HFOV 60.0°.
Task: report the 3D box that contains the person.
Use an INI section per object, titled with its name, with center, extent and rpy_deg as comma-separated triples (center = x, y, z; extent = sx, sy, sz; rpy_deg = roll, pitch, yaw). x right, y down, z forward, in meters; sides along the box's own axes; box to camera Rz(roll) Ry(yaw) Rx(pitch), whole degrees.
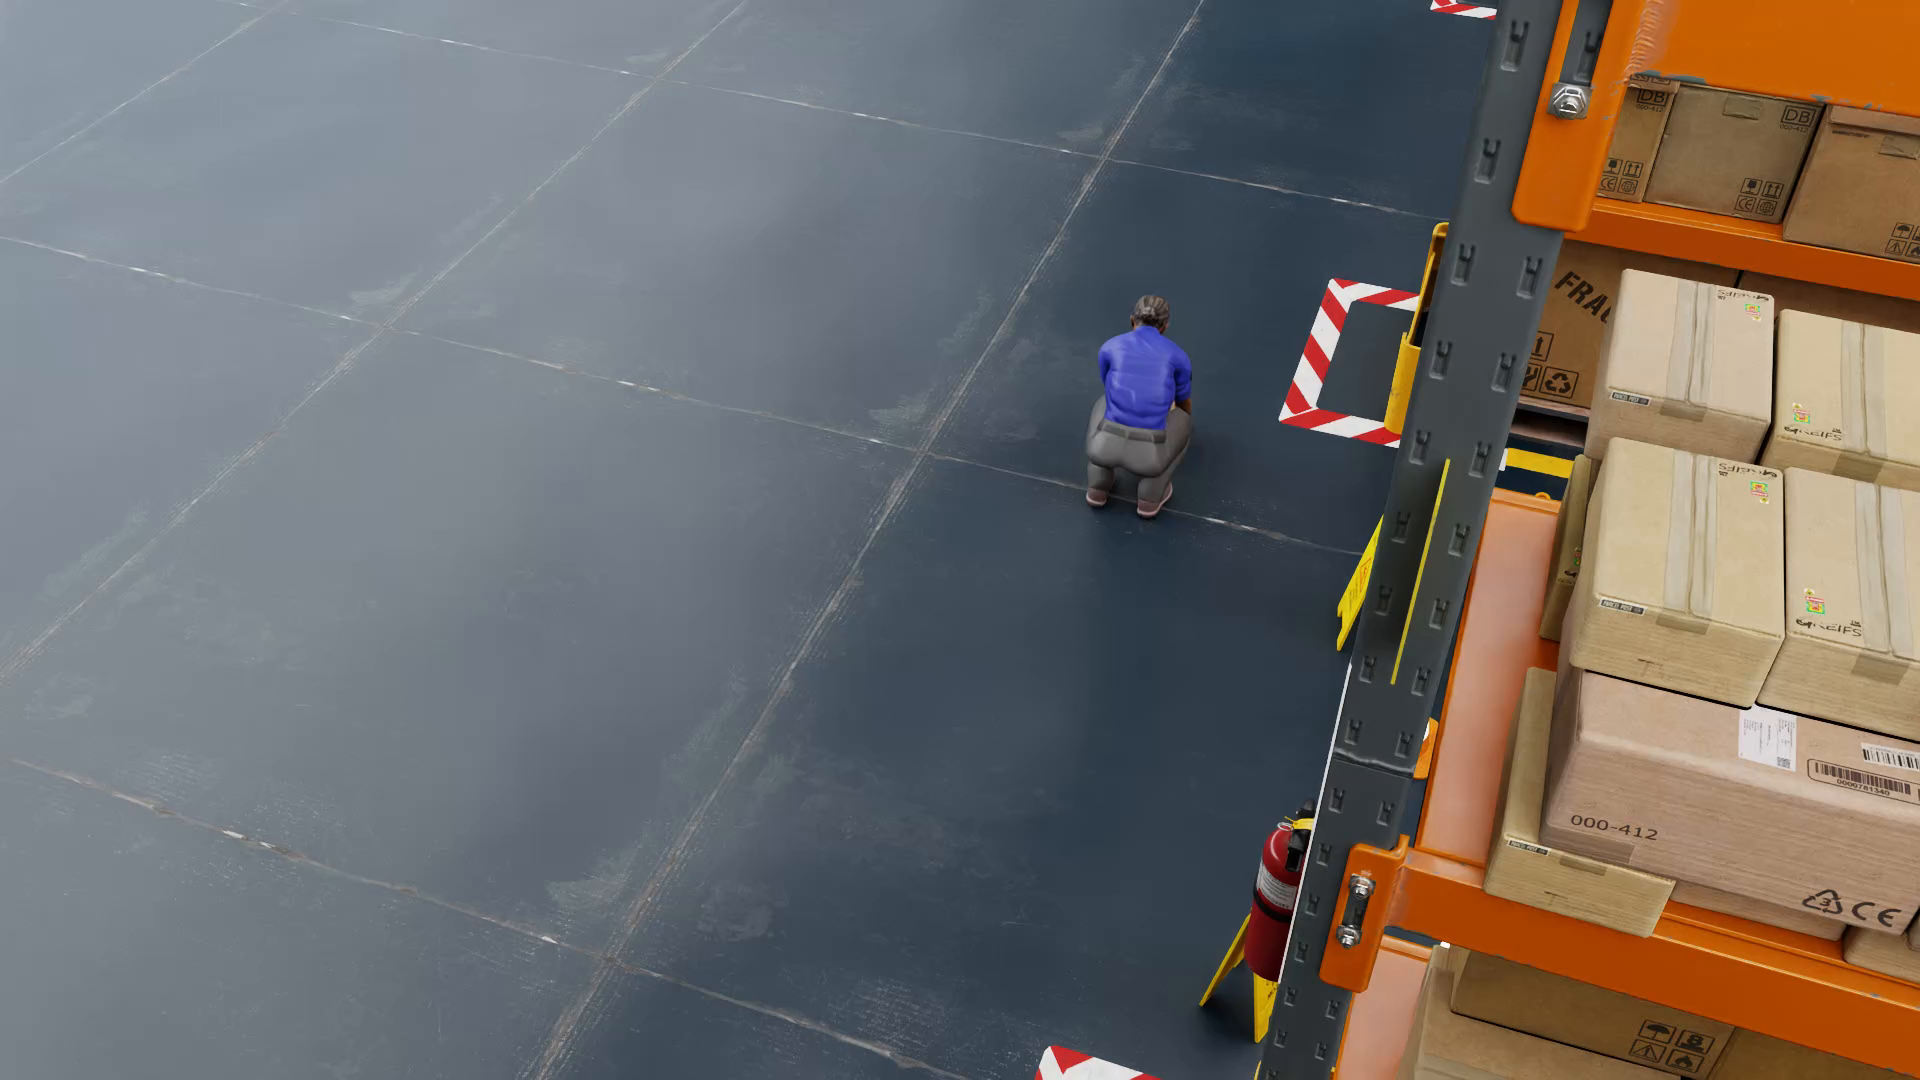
[person]
center = 0.814, -0.585, 7.493
extent = 0.480, 0.813, 0.810
rpy_deg = 14, 44, 15
